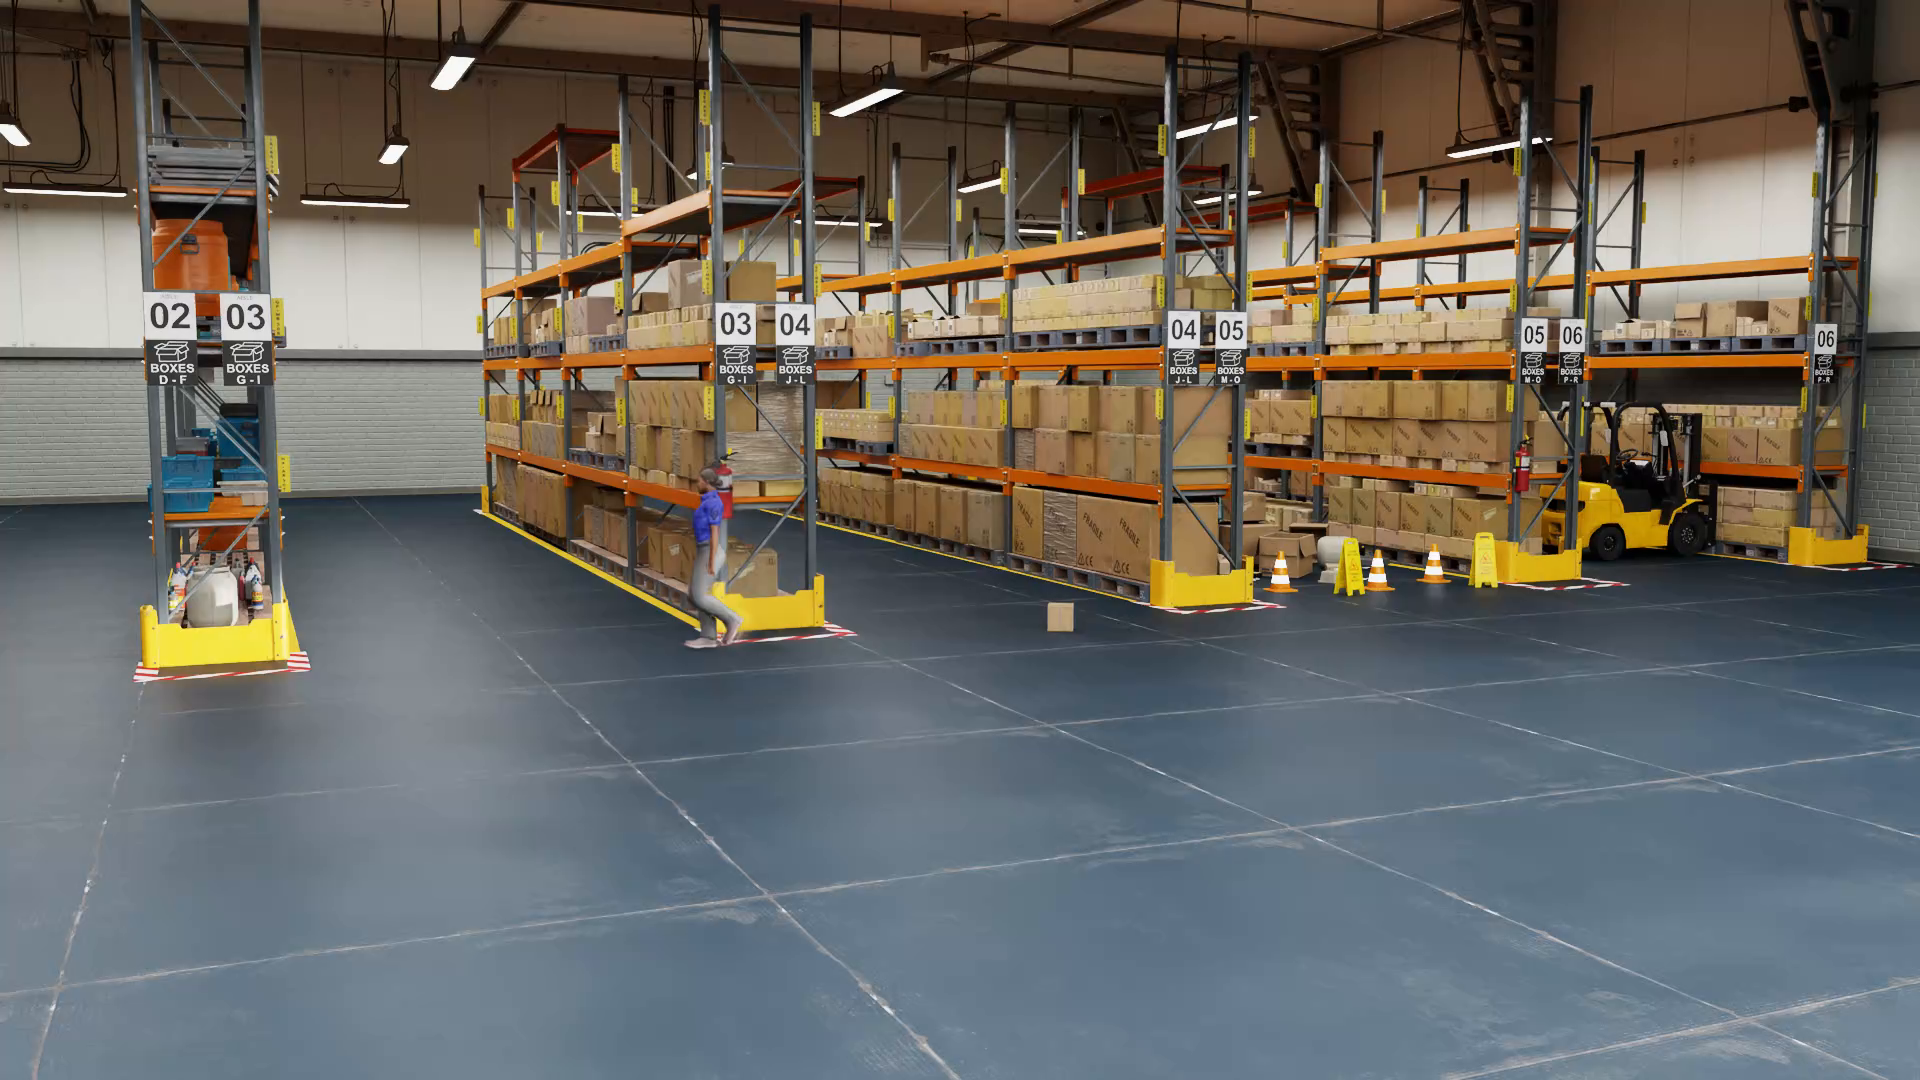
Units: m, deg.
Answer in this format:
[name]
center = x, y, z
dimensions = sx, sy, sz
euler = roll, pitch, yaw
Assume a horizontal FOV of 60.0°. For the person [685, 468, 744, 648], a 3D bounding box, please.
[person]
center = -2.261, 0.164, 15.184
dimensions = 0.530, 1.633, 0.462
euler = -1, 6, -13
